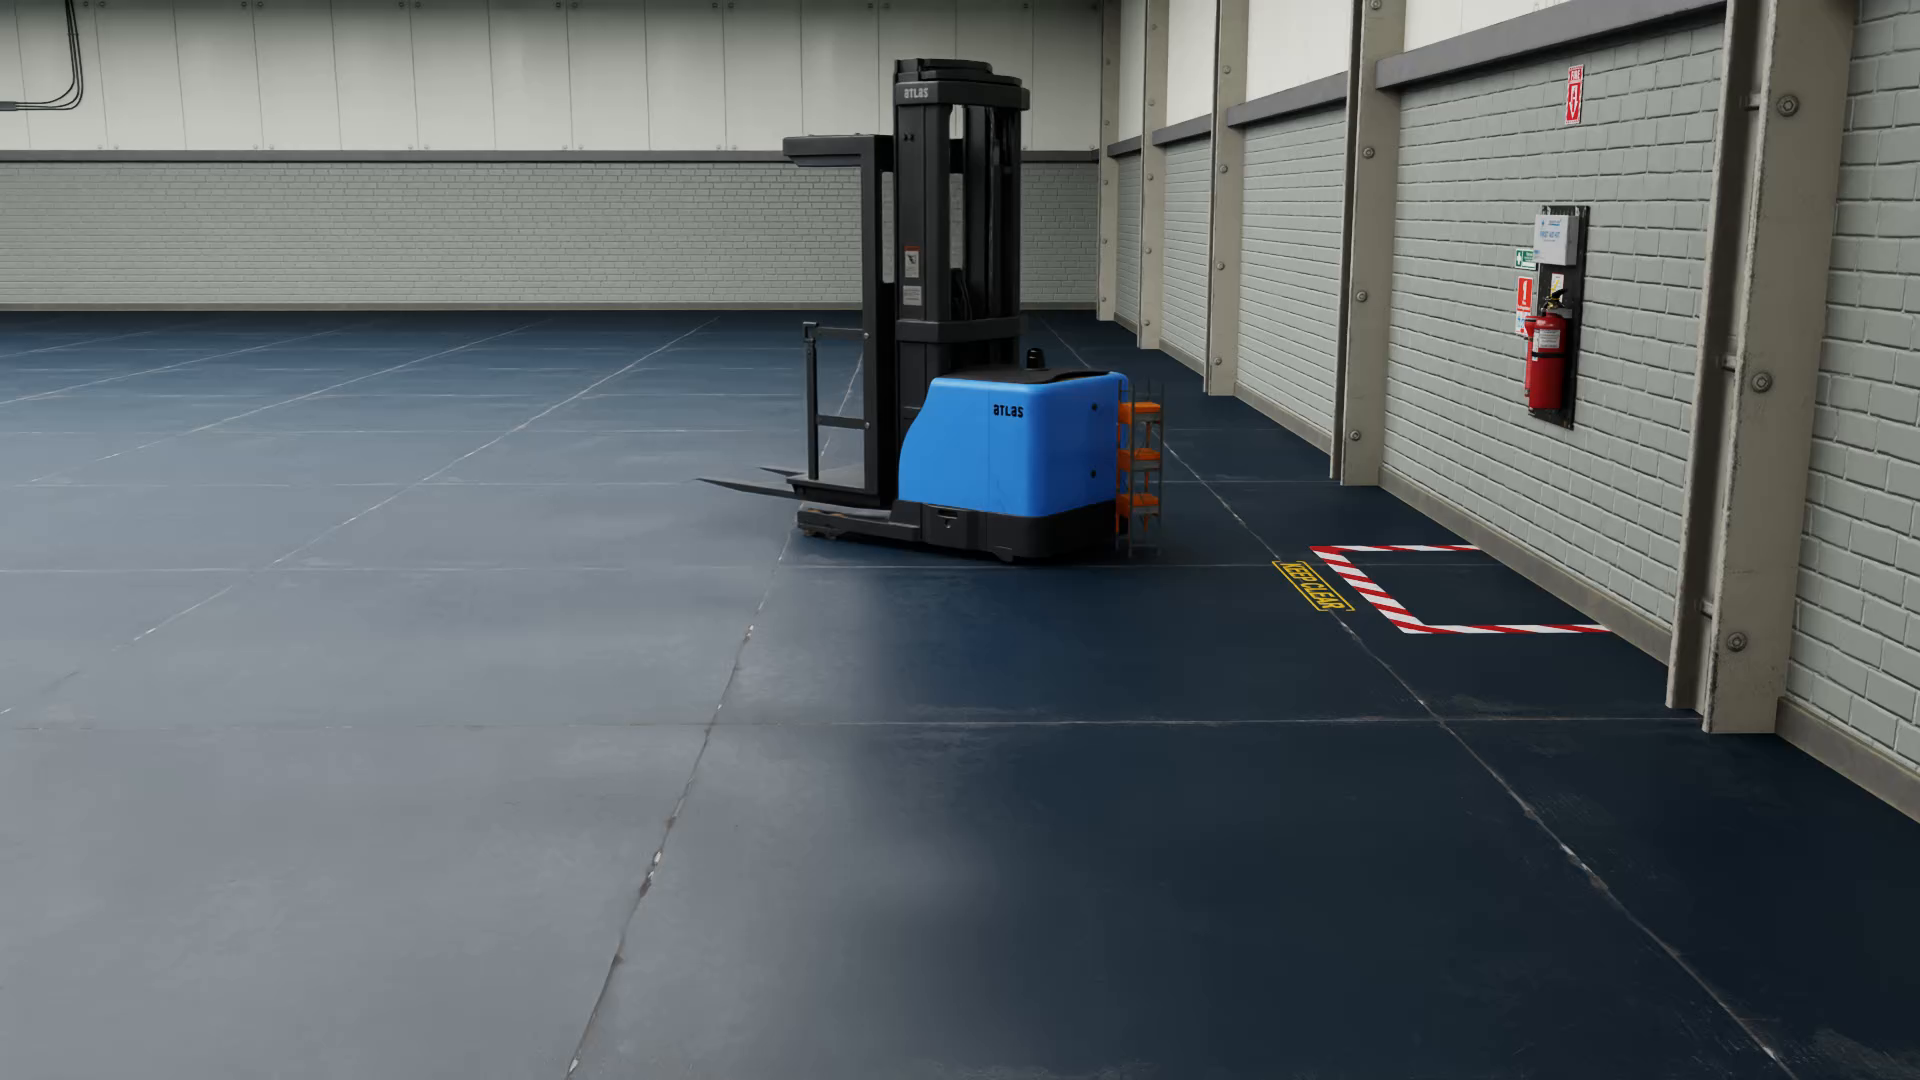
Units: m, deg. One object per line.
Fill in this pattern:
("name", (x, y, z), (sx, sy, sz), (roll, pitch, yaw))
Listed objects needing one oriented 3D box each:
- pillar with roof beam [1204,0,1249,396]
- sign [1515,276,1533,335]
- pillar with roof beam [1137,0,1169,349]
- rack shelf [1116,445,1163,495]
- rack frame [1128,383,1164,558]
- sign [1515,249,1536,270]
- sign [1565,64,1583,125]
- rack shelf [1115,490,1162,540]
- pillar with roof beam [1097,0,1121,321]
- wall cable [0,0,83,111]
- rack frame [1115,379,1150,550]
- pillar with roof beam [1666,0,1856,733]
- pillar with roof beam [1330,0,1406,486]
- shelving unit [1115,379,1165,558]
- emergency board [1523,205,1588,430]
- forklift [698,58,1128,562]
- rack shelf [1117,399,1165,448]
("pillar with roof beam", (-1.384, -6.037, 17.685), (9.100, 9.000, 0.400), (0, 11, -1))
("sign", (3.247, -1.349, 9.573), (0.001, 0.329, 0.234), (0, 11, -1))
("pillar with roof beam", (-1.508, -7.230, 23.564), (9.100, 9.000, 0.400), (0, 11, -1))
("rack shelf", (1.086, -0.426, 10.069), (0.215, 0.259, 0.240), (-3, 12, -13))
("rack frame", (1.115, -0.412, 9.951), (0.200, 1.050, 0.008), (-3, 12, -13))
("sign", (3.238, -1.608, 9.516), (0.001, 0.109, 0.331), (0, 11, -1))
("sign", (3.254, -2.359, 8.813), (0.001, 0.298, 0.199), (0, 11, -1))
("rack shelf", (1.086, -0.153, 10.124), (0.215, 0.259, 0.240), (-3, 12, -13))
("pillar with roof beam", (-1.632, -8.423, 29.443), (9.100, 9.000, 0.400), (0, 11, -1))
("wall cable", (-18.068, -10.605, 31.644), (2.305, 6.003, 0.169), (0, 11, -1))
("rack frame", (1.057, -0.460, 10.183), (0.200, 1.050, 0.008), (-3, 12, -13))
("pillar with roof beam", (-1.136, -3.652, 5.927), (9.100, 9.000, 0.400), (0, 11, -1))
("pillar with roof beam", (-1.260, -4.845, 11.806), (9.100, 9.000, 0.400), (0, 11, -1))
("shelving unit", (1.086, -0.436, 10.067), (0.215, 1.050, 0.252), (-3, 12, -13))
("emergency board", (3.155, -1.221, 9.033), (0.194, 1.169, 0.643), (0, 11, -1))
("forklift", (-0.425, -1.518, 10.669), (3.031, 2.935, 1.130), (9, 14, 37))
("rack shelf", (1.086, -0.704, 10.013), (0.215, 0.259, 0.240), (-3, 12, -13))
